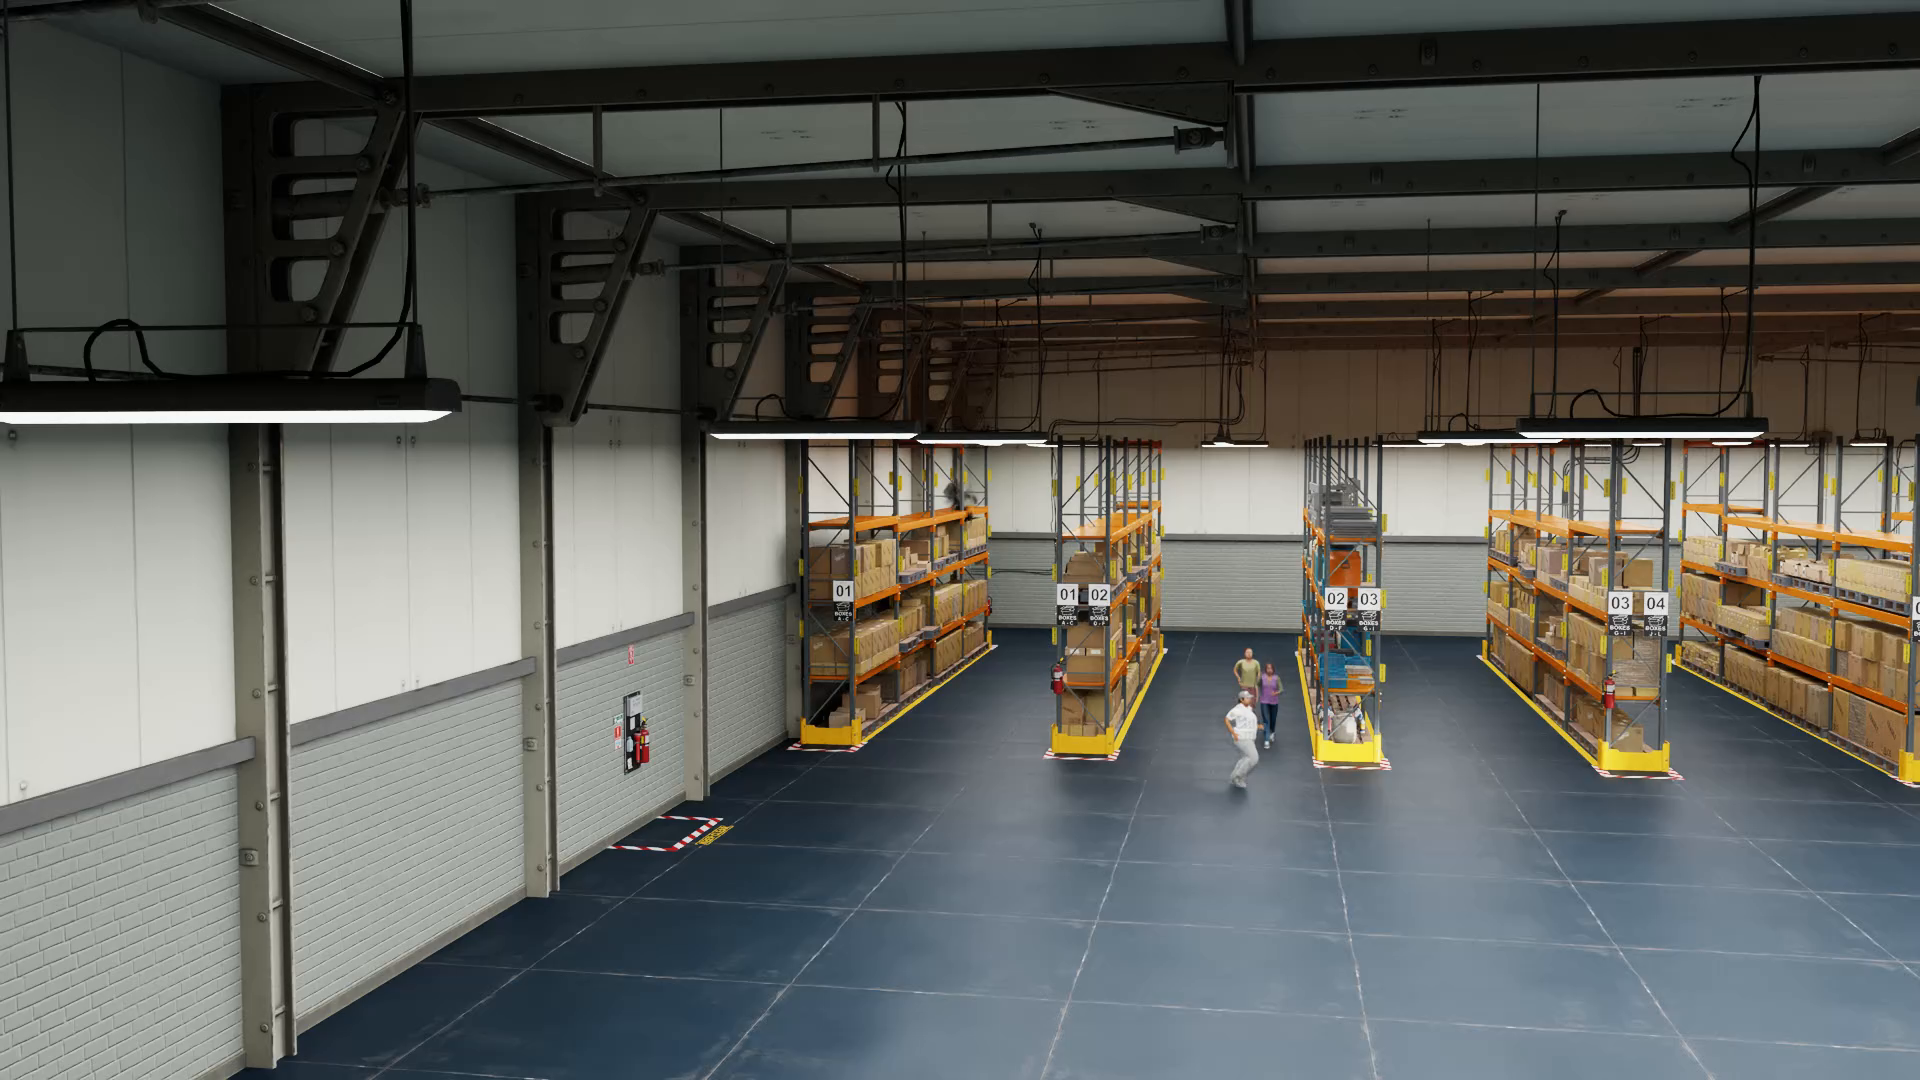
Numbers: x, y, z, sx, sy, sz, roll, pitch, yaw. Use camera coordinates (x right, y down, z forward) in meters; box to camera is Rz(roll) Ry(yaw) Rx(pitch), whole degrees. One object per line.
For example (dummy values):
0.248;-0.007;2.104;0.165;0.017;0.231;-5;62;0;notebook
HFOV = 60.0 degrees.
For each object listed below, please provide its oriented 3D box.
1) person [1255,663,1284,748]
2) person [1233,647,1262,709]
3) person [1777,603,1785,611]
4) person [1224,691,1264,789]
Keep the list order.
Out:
5.943;3.166;32.137;0.474;1.606;0.820;0;3;8;person
5.986;3.048;34.584;0.580;1.640;0.747;0;3;1;person
20.975;2.531;42.489;0.694;1.822;0.876;1;3;12;person
4.844;3.372;28.115;0.625;1.640;0.586;2;4;34;person
